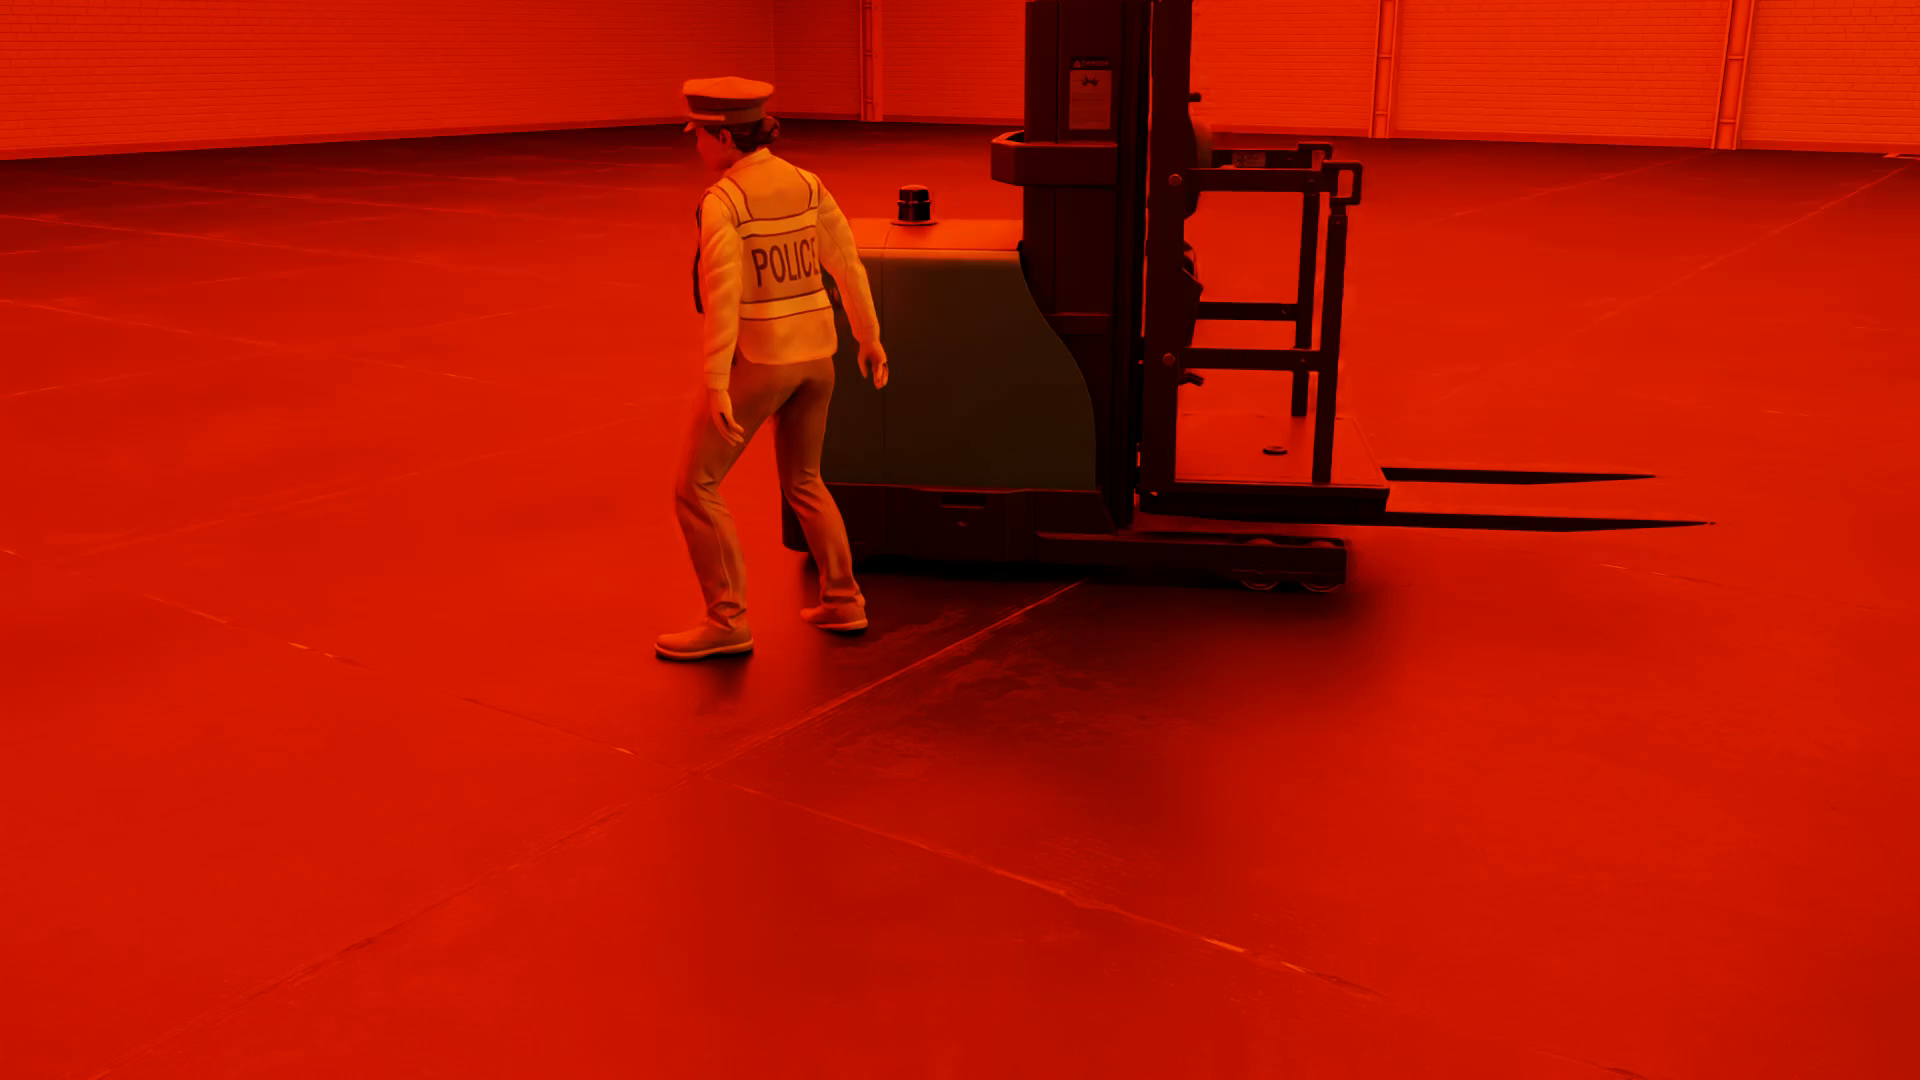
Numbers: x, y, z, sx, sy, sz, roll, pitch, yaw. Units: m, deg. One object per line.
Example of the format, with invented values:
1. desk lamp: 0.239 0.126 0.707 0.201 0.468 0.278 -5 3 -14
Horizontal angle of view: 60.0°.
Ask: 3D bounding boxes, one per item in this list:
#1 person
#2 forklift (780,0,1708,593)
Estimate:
1. person: -0.537 -0.486 4.803 0.417 1.641 0.796 15 22 40
2. forklift: 0.951 -1.395 5.498 3.031 2.935 1.130 2 17 7
